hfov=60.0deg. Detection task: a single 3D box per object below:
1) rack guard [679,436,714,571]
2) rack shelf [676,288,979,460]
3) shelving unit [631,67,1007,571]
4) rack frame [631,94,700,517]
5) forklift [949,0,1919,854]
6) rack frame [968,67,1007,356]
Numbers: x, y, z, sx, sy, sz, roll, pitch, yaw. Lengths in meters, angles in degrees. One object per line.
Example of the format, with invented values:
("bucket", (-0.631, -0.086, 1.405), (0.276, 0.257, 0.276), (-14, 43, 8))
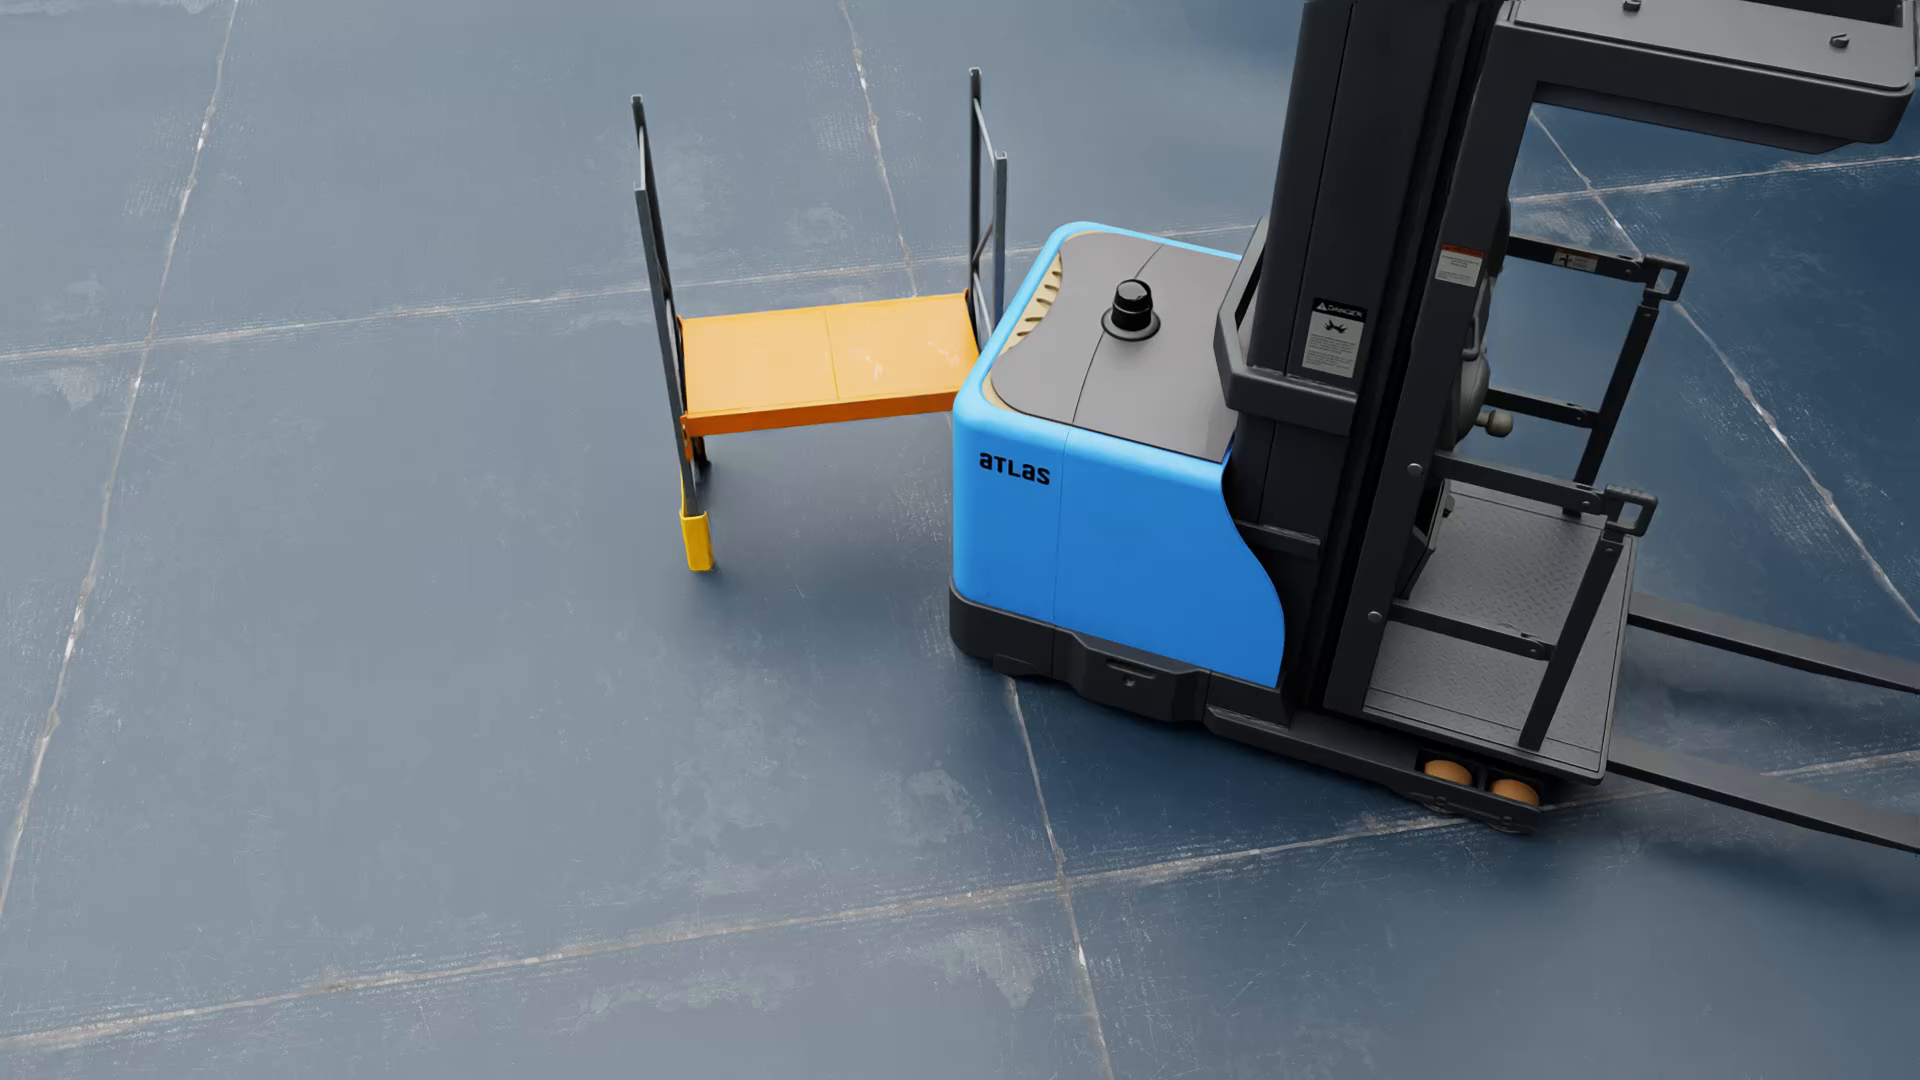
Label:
("rack guard", (-0.922, -0.192, 5.761), (0.087, 0.250, 0.587), (-6, 46, -6))
("rack shelf", (-0.421, -0.556, 5.494), (1.000, 0.185, 0.538), (-6, 46, -6))
("shelving unit", (-0.430, -0.680, 5.364), (1.083, 1.500, 0.587), (-6, 46, -6))
("rack frame", (-0.924, -0.625, 5.311), (0.032, 1.500, 0.500), (-6, 46, -6))
("forklift", (1.536, -0.589, 4.282), (3.031, 2.935, 1.130), (16, 48, 14))
("rack frame", (0.081, -0.736, 5.418), (0.032, 1.500, 0.500), (-6, 46, -6))
